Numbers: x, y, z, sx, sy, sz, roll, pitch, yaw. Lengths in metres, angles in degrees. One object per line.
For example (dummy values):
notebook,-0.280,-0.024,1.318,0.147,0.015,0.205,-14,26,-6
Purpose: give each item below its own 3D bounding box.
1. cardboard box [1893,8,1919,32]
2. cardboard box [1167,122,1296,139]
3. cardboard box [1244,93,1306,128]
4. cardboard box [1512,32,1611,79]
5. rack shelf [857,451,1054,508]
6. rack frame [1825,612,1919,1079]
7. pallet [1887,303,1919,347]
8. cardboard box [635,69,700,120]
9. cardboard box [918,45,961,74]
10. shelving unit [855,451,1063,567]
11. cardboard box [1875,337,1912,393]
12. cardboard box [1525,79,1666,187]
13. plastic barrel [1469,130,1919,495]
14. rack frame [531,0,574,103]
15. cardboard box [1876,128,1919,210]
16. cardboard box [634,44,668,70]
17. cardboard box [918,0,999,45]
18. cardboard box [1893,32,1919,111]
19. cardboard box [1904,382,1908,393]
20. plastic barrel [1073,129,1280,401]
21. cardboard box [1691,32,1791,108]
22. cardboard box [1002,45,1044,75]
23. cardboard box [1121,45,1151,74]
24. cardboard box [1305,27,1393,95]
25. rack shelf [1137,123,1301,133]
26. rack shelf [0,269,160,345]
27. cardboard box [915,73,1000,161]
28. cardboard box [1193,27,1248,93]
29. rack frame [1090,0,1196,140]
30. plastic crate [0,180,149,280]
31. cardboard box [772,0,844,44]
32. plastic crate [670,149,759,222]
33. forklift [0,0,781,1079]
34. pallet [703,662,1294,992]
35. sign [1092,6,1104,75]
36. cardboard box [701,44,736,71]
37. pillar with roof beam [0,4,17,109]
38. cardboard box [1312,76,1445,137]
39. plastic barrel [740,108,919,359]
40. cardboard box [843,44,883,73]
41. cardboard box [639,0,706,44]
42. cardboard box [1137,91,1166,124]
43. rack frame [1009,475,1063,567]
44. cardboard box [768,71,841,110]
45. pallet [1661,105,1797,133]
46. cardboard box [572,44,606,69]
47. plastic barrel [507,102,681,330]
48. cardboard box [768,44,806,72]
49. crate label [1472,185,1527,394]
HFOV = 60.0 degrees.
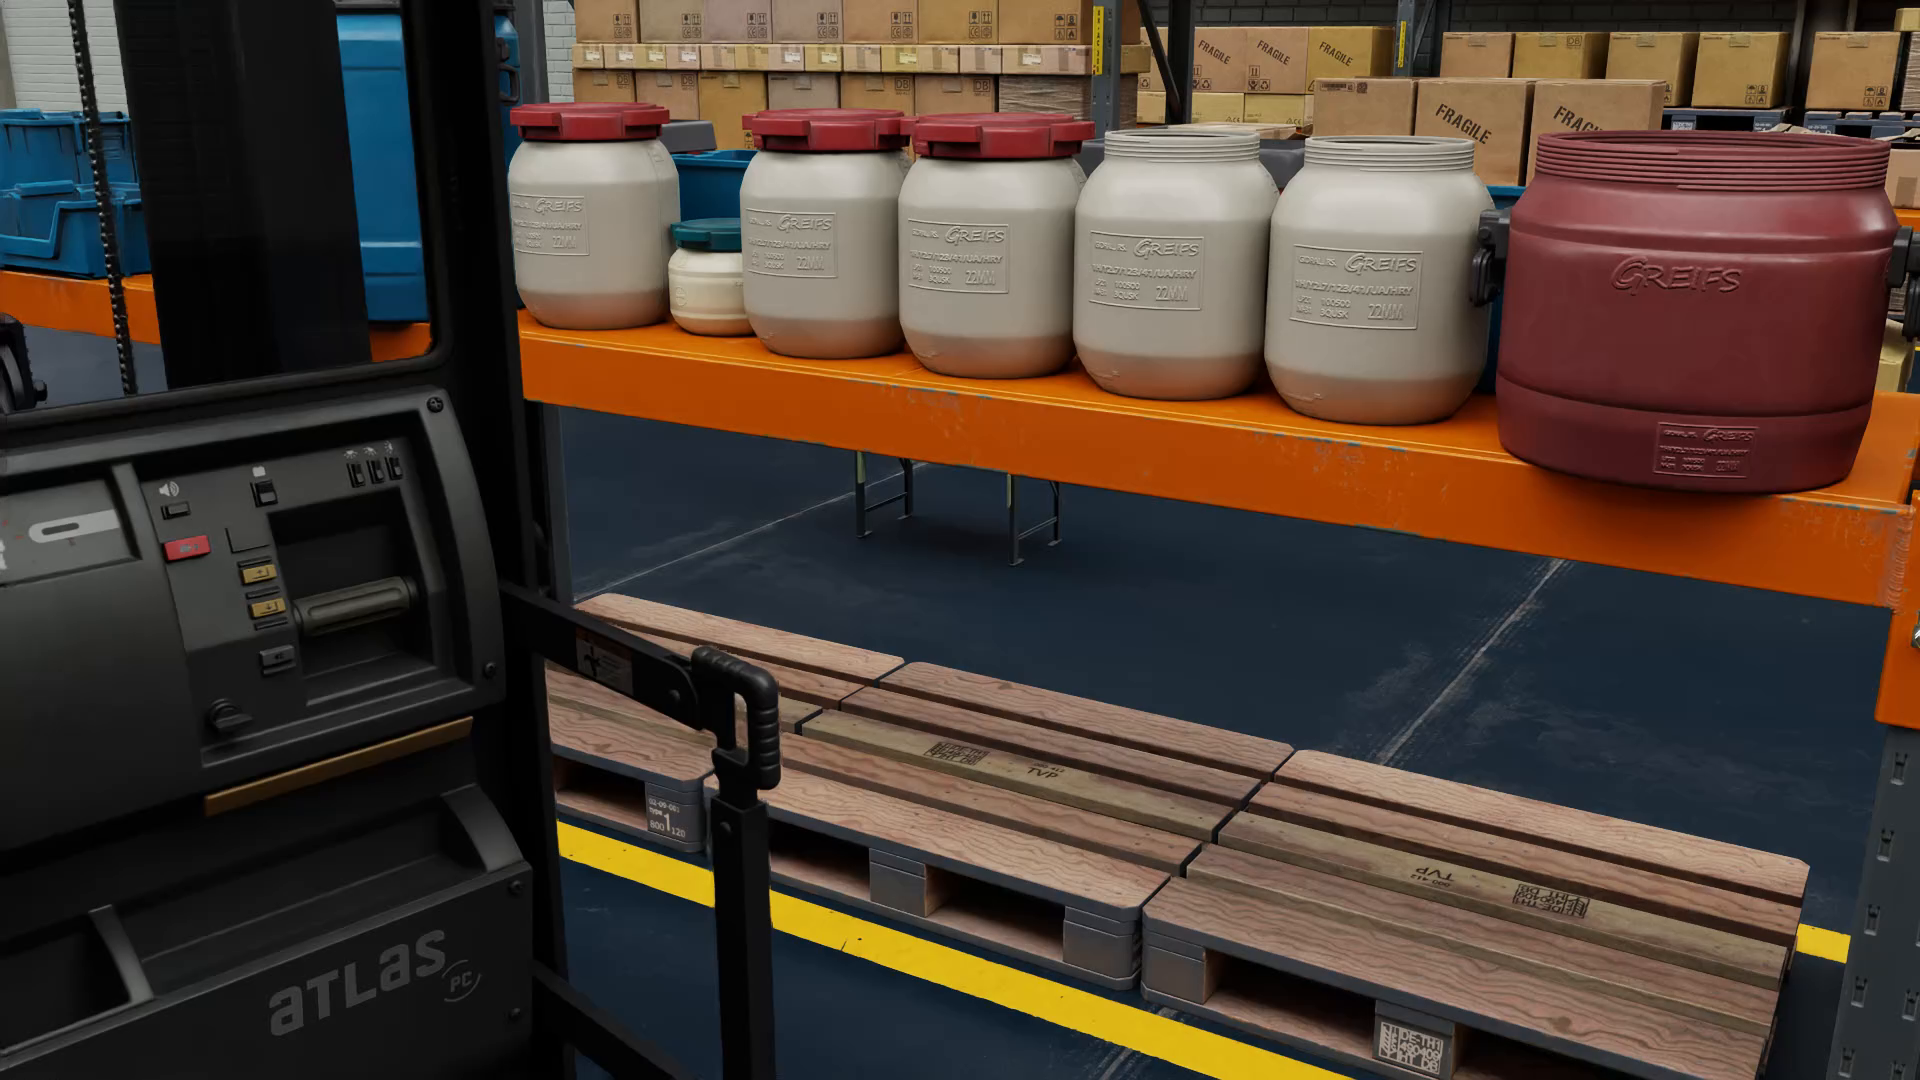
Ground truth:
cardboard box,6.385,-3.459,11.063,0.250,0.149,0.380,7,18,21
cardboard box,1.421,-2.045,8.712,0.500,0.250,0.500,12,20,33
cardboard box,2.585,-3.421,13.207,0.500,0.250,0.500,10,20,30
cardboard box,4.456,-3.494,12.295,0.500,0.500,0.700,13,21,36
rack shelf,-0.006,-0.407,6.761,0.720,0.370,0.431,10,20,30
rack frame,1.791,-0.347,2.861,0.127,3.000,1.000,10,20,30
pallet,6.311,-1.585,11.737,1.213,0.211,1.003,10,20,30
cardboard box,-1.589,-2.685,10.386,0.500,0.500,0.700,11,20,31
cardboard box,-0.024,-2.645,9.139,0.250,0.149,0.380,10,20,30
shelving unit,-0.006,-0.719,6.667,0.755,1.500,0.431,10,20,30
cardboard box,3.812,-0.745,7.217,0.500,0.311,0.500,11,20,31
cardboard box,2.949,-1.872,7.710,0.500,0.500,0.500,9,19,27
plastic barrel,1.237,-0.407,2.827,0.708,0.536,0.600,10,20,30
rack frame,-2.430,-2.790,10.904,0.127,3.000,1.000,10,20,30
cardboard box,4.100,-1.596,7.129,0.500,0.311,0.500,12,20,33
cardboard box,-1.770,-2.957,10.167,0.250,0.149,0.380,10,20,30
cardboard box,0.166,-2.992,9.167,0.500,0.500,0.700,10,20,30
cardboard box,6.571,-3.128,11.088,0.500,0.500,0.700,8,18,24
cardboard box,4.094,-0.610,7.738,0.500,0.250,0.500,10,20,30
plastic barrel,0.444,-0.568,3.397,0.421,0.512,0.421,0,17,0
cardboard box,5.497,-3.312,11.693,0.500,0.500,0.700,10,20,30
cardboard box,0.425,-2.566,8.879,0.250,0.149,0.380,10,19,29
cardboard box,0.851,-2.628,9.085,0.250,0.149,0.380,10,20,30
cardboard box,3.003,-3.701,12.836,0.500,0.500,0.500,10,20,30
rack shelf,1.863,-3.369,14.048,4.000,0.370,1.077,10,20,30
rack shelf,-3.321,-0.915,5.970,4.000,0.370,1.077,10,20,30
cardboard box,0.144,-2.374,9.362,0.500,0.500,0.700,10,20,29
cardboard box,2.151,-3.854,13.343,0.500,0.500,0.500,9,19,28
rack frame,0.978,-2.181,8.901,0.127,3.000,1.000,10,20,30
plastic crate,-2.702,-0.985,5.219,0.616,0.251,0.499,10,20,30
cardboard box,-0.686,-3.145,9.669,0.500,0.500,0.700,10,20,30
plastic crate,-0.514,-0.857,4.568,0.575,0.384,0.392,10,20,30
forklift,-0.781,0.077,1.586,1.130,2.935,3.031,-16,23,-42
pallet,0.116,0.674,4.298,1.213,0.211,1.003,10,20,30
sign,0.689,-2.496,8.310,0.005,0.325,0.100,10,20,30
cardboard box,-1.328,-2.878,9.907,0.250,0.149,0.380,9,19,28
pillar with roof beam,-16.383,-8.667,19.931,0.400,9.000,9.100,10,20,30
cardboard box,2.073,-2.028,8.225,0.500,0.500,0.500,12,21,34
plastic barrel,-0.291,-0.709,3.819,0.433,0.535,0.433,0,17,0
cardboard box,-0.447,-2.721,9.391,0.250,0.149,0.380,11,20,32
cardboard box,-1.543,-3.297,10.171,0.500,0.500,0.700,10,19,29
cardboard box,1.719,-3.570,13.697,0.500,0.250,0.500,10,20,31
rack frame,0.306,-0.663,6.483,0.023,1.500,0.400,10,20,30
cardboard box,-0.718,-2.529,9.872,0.500,0.500,0.700,11,20,32
pallet,5.268,-2.999,11.925,1.213,0.211,1.003,10,20,30
cardboard box,-2.208,-3.035,10.423,0.250,0.149,0.380,10,20,30
plastic barrel,-0.917,-0.820,4.187,0.433,0.535,0.433,0,17,0
cardboard box,-0.899,-2.801,9.653,0.250,0.149,0.380,10,20,31
crate label,1.086,-0.582,3.574,0.616,0.435,0.502,10,20,30
